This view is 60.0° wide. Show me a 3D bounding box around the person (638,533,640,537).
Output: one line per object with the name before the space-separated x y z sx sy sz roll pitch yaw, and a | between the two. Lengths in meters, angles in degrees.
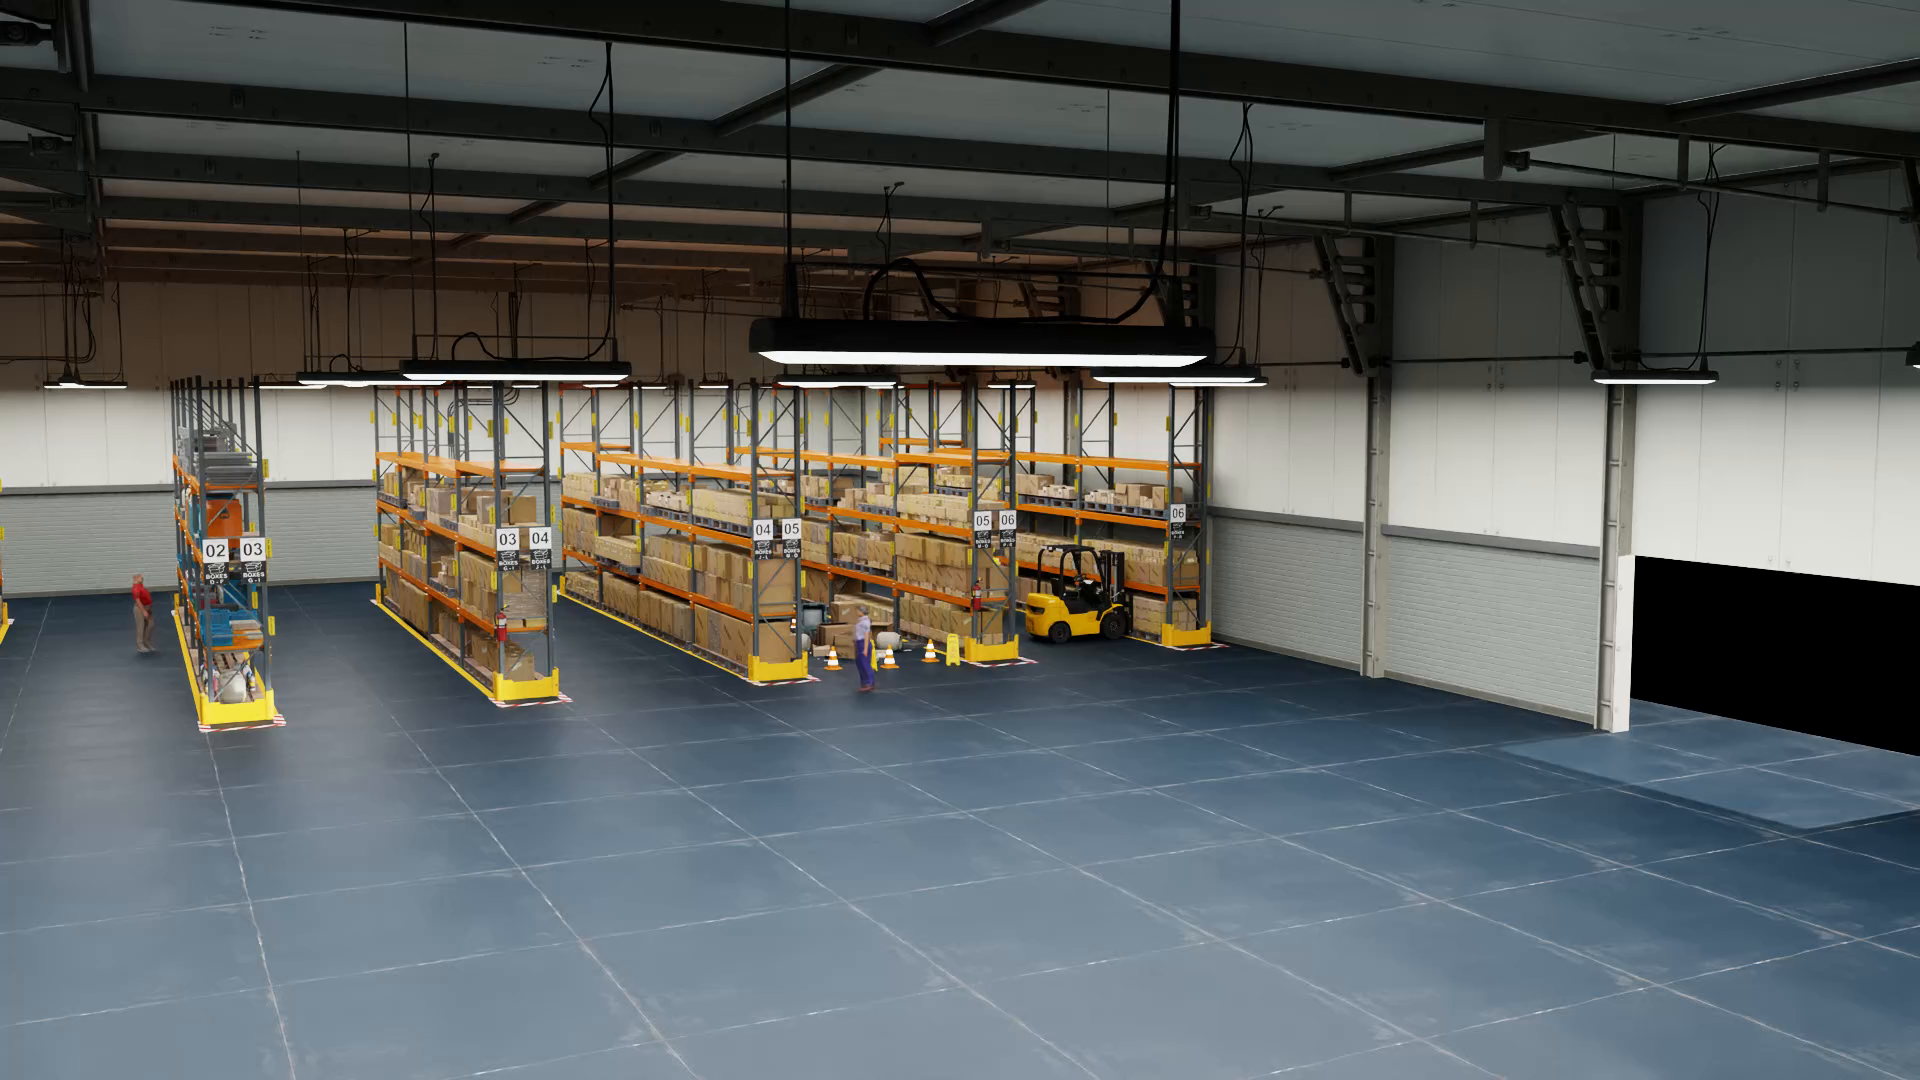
person | -9.245 0.618 48.022 0.386 1.696 0.519 -4 7 -40

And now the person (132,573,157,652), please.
person | -18.043 1.617 36.777 0.535 1.778 0.625 1 5 9

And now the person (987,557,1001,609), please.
person | 0.736 1.069 42.448 0.560 1.798 0.692 -4 6 -38

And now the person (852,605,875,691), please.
person | -1.868 2.080 31.899 0.382 1.687 0.603 -2 6 -23
